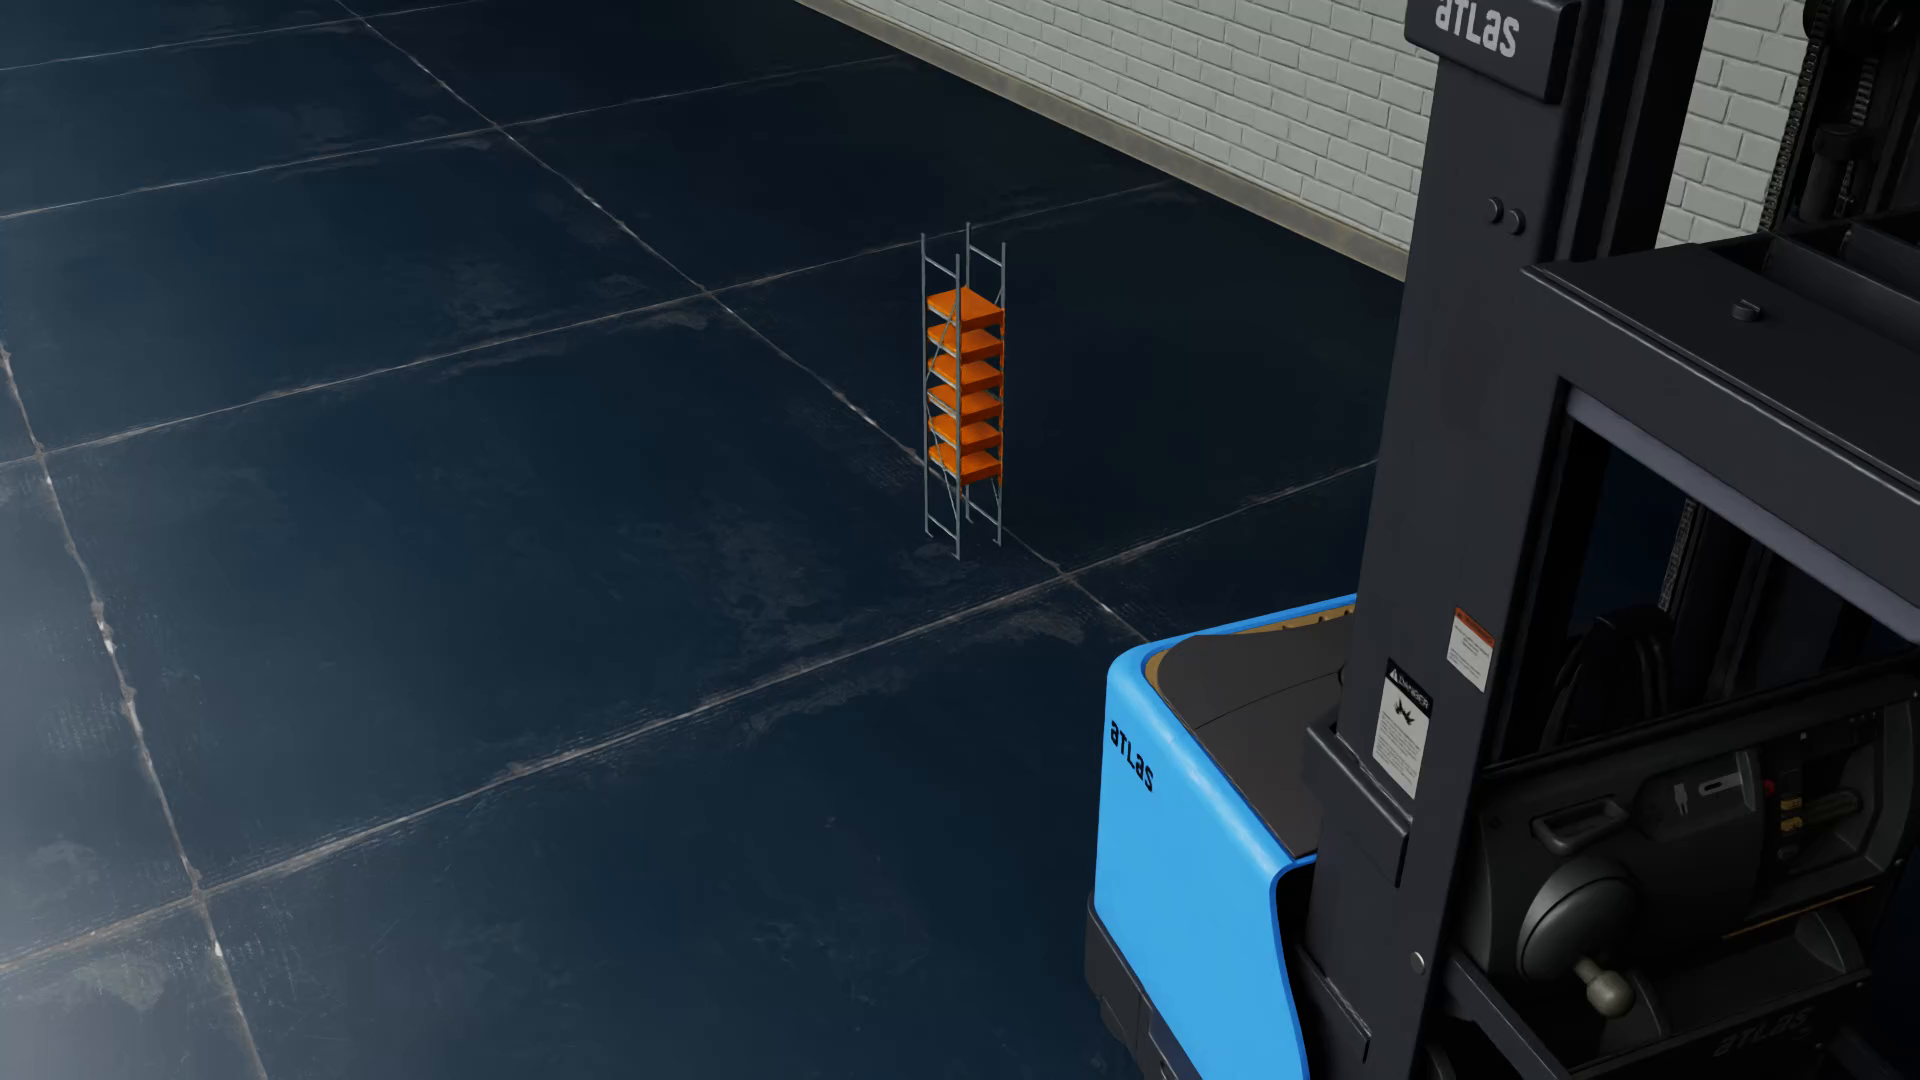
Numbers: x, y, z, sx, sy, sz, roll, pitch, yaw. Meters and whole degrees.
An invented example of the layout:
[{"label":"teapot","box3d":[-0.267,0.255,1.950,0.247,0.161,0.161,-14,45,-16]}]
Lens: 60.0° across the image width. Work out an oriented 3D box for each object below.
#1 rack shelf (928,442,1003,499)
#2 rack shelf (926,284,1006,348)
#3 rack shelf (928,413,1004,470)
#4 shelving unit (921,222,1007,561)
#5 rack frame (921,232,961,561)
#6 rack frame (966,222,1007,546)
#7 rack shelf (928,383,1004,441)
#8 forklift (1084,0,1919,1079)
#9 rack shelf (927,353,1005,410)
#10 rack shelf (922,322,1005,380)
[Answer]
[{"label":"rack shelf","box3d":[0.012,-0.271,6.088,0.180,0.103,0.258,-19,37,-27]},{"label":"rack shelf","box3d":[0.012,-0.779,5.768,0.180,0.103,0.258,-19,37,-27]},{"label":"rack shelf","box3d":[0.012,-0.373,6.024,0.180,0.103,0.258,-19,37,-27]},{"label":"shelving unit","box3d":[0.012,-0.512,5.937,0.189,1.200,0.258,-19,37,-27]},{"label":"rack frame","box3d":[-0.065,-0.485,5.895,0.006,1.200,0.240,-19,37,-27]},{"label":"rack frame","box3d":[0.089,-0.538,5.978,0.006,1.200,0.240,-19,37,-27]},{"label":"rack shelf","box3d":[0.012,-0.474,5.960,0.180,0.103,0.258,-19,37,-27]},{"label":"forklift","box3d":[1.336,0.561,2.613,1.130,2.935,3.031,-12,34,-18]},{"label":"rack shelf","box3d":[0.012,-0.576,5.896,0.180,0.103,0.258,-19,37,-27]},{"label":"rack shelf","box3d":[0.012,-0.677,5.832,0.180,0.103,0.258,-19,37,-27]}]
